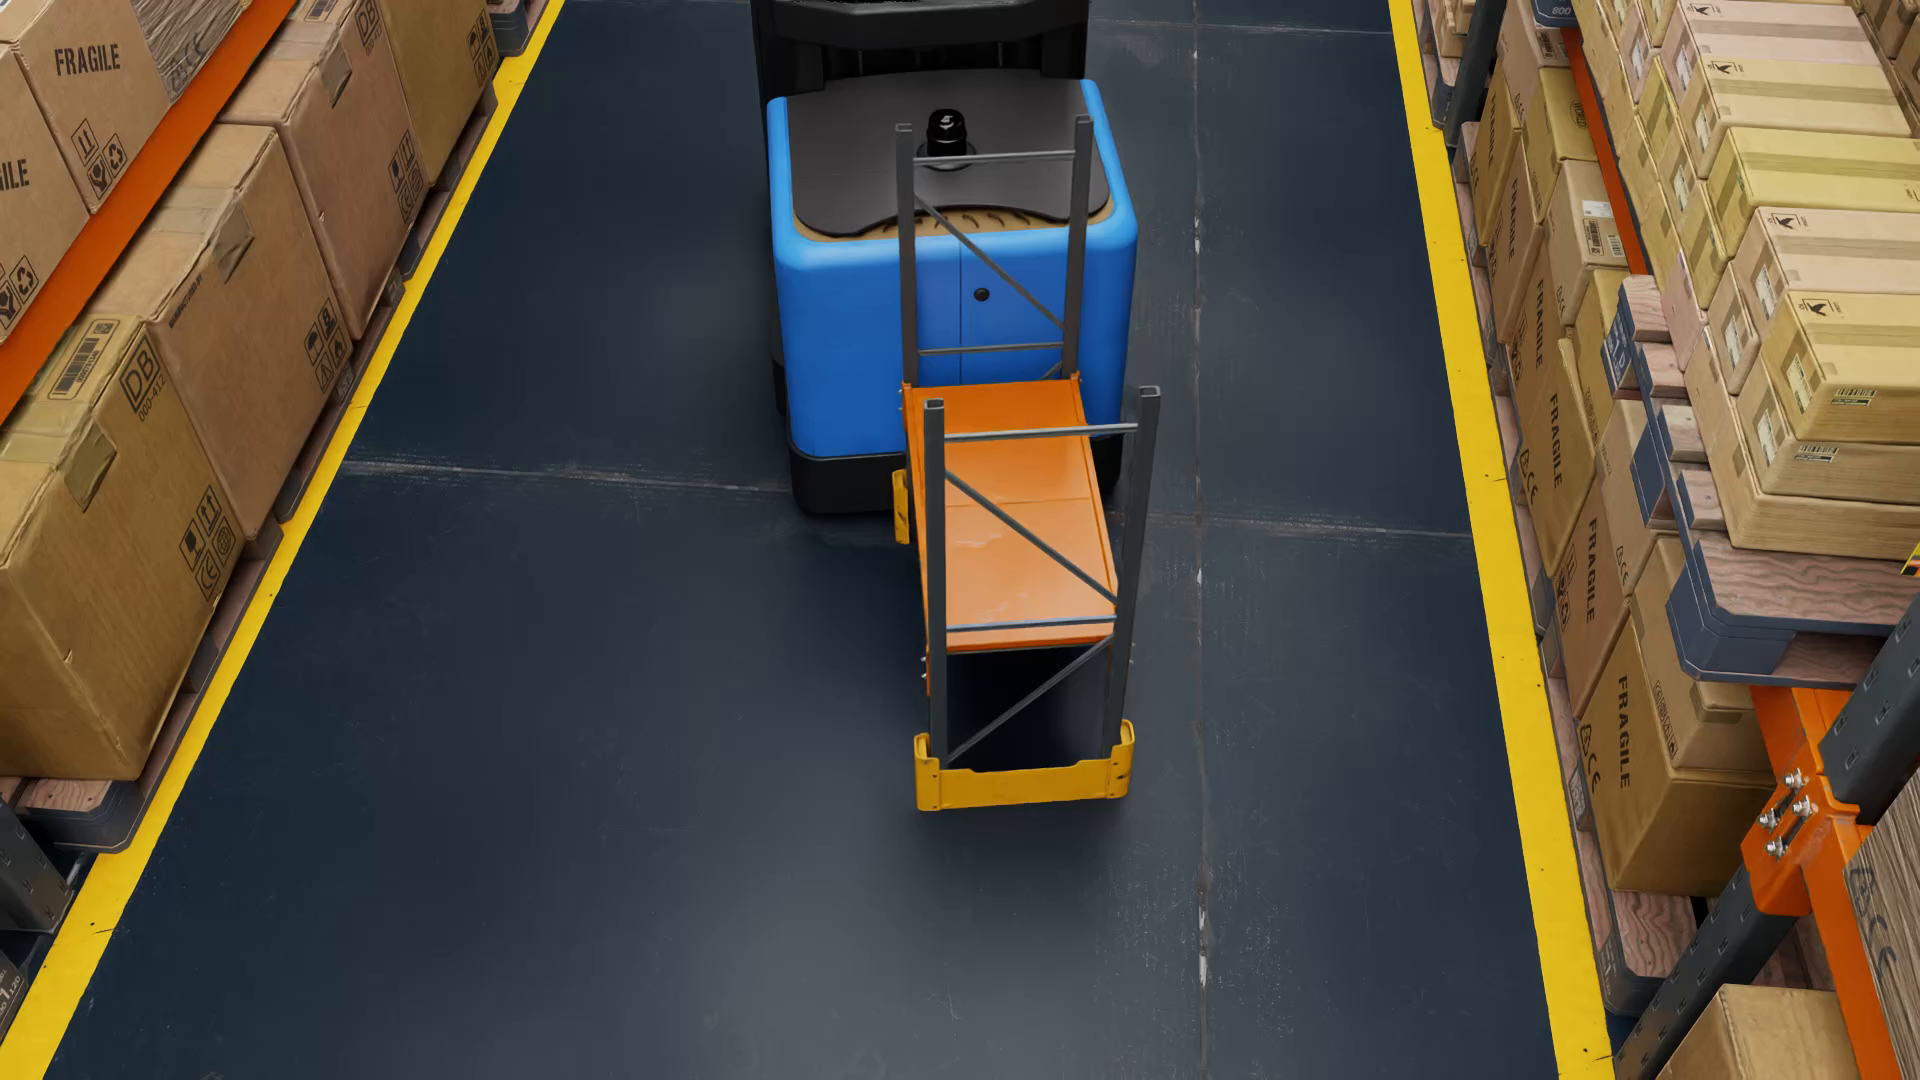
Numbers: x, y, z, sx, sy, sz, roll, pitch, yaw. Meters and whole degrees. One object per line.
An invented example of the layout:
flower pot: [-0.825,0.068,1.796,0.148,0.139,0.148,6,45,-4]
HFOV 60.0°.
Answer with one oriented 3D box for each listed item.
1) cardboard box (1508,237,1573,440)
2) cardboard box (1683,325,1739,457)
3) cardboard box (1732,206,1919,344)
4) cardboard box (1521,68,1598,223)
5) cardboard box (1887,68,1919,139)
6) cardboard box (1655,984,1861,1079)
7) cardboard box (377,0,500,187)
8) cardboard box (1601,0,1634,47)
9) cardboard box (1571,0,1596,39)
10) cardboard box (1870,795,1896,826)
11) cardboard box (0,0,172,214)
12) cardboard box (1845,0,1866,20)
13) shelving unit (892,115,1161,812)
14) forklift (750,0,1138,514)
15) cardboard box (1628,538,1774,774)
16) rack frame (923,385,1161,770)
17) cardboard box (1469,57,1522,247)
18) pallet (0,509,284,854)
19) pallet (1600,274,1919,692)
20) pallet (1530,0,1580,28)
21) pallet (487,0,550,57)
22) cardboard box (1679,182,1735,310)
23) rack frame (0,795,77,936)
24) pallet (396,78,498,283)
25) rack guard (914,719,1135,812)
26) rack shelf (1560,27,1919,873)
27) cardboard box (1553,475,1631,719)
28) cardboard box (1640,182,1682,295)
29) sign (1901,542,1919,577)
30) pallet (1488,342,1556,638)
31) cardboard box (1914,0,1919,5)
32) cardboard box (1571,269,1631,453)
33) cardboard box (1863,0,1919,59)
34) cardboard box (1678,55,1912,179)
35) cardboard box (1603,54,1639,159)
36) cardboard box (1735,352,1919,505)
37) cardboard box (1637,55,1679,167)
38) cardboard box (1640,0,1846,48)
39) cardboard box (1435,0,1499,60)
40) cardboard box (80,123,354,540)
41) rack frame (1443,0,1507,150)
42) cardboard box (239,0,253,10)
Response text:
cardboard box: [2.045,-0.595,5.171,0.500,0.500,0.500,5,48,4]
cardboard box: [1.705,-0.291,3.369,0.380,0.149,0.250,4,48,3]
cardboard box: [1.706,-0.491,3.149,0.380,0.149,0.250,3,48,3]
cardboard box: [2.081,-1.232,5.245,0.500,0.250,0.500,5,48,5]
cardboard box: [2.454,-1.004,4.022,0.380,0.149,0.250,4,48,4]
cardboard box: [1.948,1.401,3.176,1.050,0.750,0.750,3,48,3]
cardboard box: [-2.511,-1.958,6.163,1.225,0.875,0.875,4,48,4]
cardboard box: [1.823,-1.347,4.133,0.380,0.149,0.250,3,48,3]
cardboard box: [1.850,-1.436,4.416,0.380,0.149,0.250,3,48,3]
cardboard box: [2.411,0.541,4.131,0.500,0.500,0.500,2,48,2]
cardboard box: [-2.434,-1.194,4.242,0.500,0.500,0.500,3,48,3]
cardboard box: [2.503,-1.391,4.376,0.380,0.149,0.250,6,48,5]
shelving unit: [0.129,-0.174,4.393,0.587,1.500,1.083,-4,48,-3]
forklift: [-0.155,-2.166,5.244,1.130,2.935,3.031,-4,48,-4]
cardboard box: [1.894,0.271,3.871,0.500,0.250,0.500,3,48,3]
rack frame: [0.173,0.206,4.045,0.500,1.500,0.032,-4,48,-3]
cardboard box: [2.126,-1.370,5.880,0.500,0.500,0.500,6,48,5]
pallet: [-2.690,0.301,4.832,1.003,0.211,1.213,4,48,4]
pallet: [2.052,-0.124,3.461,1.213,0.211,1.003,4,48,4]
pallet: [2.243,-1.981,5.159,1.003,0.211,1.213,4,48,4]
pallet: [-2.325,-2.617,7.501,1.003,0.211,1.213,4,48,4]
cardboard box: [1.729,-0.599,3.449,0.380,0.149,0.250,5,48,4]
rack frame: [-2.837,-0.066,3.277,1.000,3.000,0.127,4,48,4]
pallet: [-2.468,-1.492,6.471,1.003,0.211,1.213,4,48,4]
rack guard: [0.171,0.614,4.519,0.587,0.250,0.087,-4,48,-3]
rack shelf: [2.275,-0.885,4.514,1.077,0.370,4.000,4,48,4]
cardboard box: [1.944,0.162,4.479,0.500,0.500,0.500,6,48,5]
cardboard box: [1.754,-0.663,3.709,0.380,0.149,0.250,3,48,3]
sign: [1.552,-0.051,2.533,0.100,0.325,0.005,4,48,4]
pallet: [2.279,-0.185,5.276,1.003,0.211,1.213,4,48,4]
cardboard box: [2.473,-1.391,3.972,0.380,0.149,0.250,3,48,3]
cardboard box: [1.991,-0.474,4.552,0.500,0.250,0.500,5,48,4]
cardboard box: [2.474,-1.302,4.092,0.380,0.149,0.250,5,48,5]
cardboard box: [1.751,-0.880,3.504,0.380,0.149,0.250,5,48,5]
cardboard box: [1.802,-1.050,4.064,0.380,0.149,0.250,5,48,5]
cardboard box: [1.685,-0.209,3.092,0.380,0.149,0.250,5,48,4]
cardboard box: [1.777,-0.965,3.784,0.380,0.149,0.250,4,48,3]
cardboard box: [1.801,-1.257,3.849,0.380,0.149,0.250,6,48,5]
cardboard box: [2.154,-2.088,6.774,0.380,0.149,0.250,4,48,4]
cardboard box: [-2.665,-0.651,4.968,1.225,0.875,0.875,4,48,4]
rack frame: [2.458,-2.597,5.593,1.000,3.000,0.127,4,48,4]
cardboard box: [-2.336,-1.929,4.914,0.500,0.500,0.500,3,48,3]
